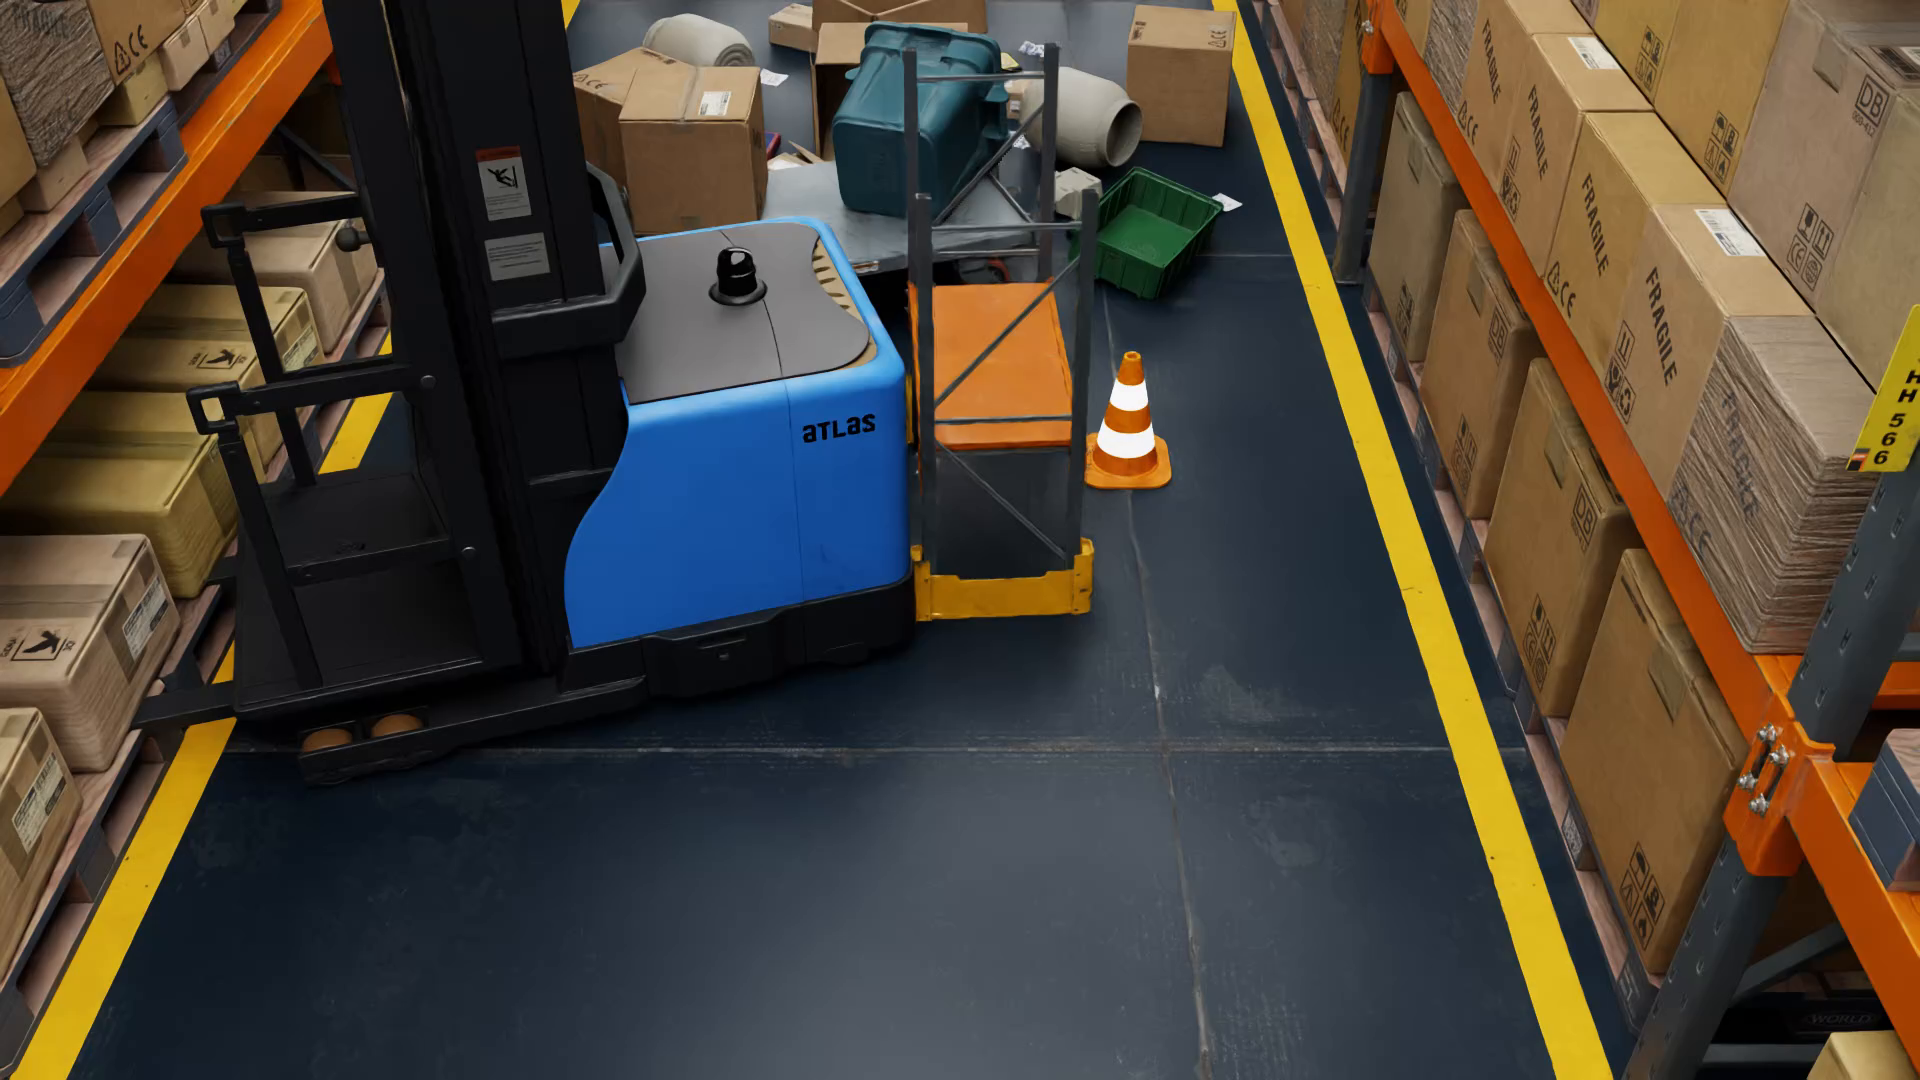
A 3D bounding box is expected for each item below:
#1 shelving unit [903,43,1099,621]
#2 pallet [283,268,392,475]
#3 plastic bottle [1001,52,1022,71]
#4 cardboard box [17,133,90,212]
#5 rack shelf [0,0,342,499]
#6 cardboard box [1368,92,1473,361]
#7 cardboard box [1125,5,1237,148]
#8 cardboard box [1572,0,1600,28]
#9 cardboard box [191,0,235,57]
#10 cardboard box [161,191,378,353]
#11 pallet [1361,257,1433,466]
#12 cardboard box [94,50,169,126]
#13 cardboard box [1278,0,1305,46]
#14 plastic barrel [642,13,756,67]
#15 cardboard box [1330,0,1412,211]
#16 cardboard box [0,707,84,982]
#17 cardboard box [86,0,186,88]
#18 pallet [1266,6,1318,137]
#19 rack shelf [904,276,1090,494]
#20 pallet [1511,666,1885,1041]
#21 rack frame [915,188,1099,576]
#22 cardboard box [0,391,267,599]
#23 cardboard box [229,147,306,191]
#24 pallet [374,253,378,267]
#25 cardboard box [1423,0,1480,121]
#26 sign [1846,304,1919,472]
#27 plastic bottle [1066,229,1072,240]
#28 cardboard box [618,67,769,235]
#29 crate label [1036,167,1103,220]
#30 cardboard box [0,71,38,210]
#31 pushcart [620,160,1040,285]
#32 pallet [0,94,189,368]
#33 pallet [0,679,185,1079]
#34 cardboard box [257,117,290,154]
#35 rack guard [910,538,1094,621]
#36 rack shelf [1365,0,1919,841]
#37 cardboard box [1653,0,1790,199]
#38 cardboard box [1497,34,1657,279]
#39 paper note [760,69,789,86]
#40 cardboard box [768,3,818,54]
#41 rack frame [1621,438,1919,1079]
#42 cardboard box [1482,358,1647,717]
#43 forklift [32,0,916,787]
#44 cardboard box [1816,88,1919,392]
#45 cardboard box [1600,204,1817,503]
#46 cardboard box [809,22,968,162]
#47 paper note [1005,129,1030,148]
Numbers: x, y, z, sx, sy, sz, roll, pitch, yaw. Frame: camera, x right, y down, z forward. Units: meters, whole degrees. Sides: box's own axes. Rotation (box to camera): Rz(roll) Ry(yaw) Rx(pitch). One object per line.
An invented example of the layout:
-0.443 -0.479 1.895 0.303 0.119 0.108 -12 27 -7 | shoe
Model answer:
0.101 -0.670 5.385 0.587 1.500 1.083 -2 39 -3 | shelving unit
-2.838 -0.655 6.399 1.003 0.211 1.213 0 39 0 | pallet
0.245 -2.503 8.825 0.133 0.061 0.283 -13 40 -16 | plastic bottle
-2.604 -1.009 4.475 0.380 0.149 0.250 1 39 1 | cardboard box
-2.839 -0.699 4.798 1.077 0.370 4.000 0 39 0 | rack shelf
2.200 -1.195 6.305 1.050 0.750 0.750 0 39 0 | cardboard box
1.081 -2.292 8.209 0.500 0.500 0.500 6 39 8 | cardboard box
2.118 -1.778 4.690 0.700 0.500 0.500 0 39 0 | cardboard box
-2.545 -1.648 5.273 0.380 0.149 0.250 -1 39 -1 | cardboard box
-2.838 -1.041 6.415 0.950 0.372 0.625 0 39 1 | cardboard box
2.185 -0.726 6.487 1.003 0.211 1.213 0 39 0 | pallet
-2.577 -1.336 4.884 0.380 0.149 0.250 0 39 0 | cardboard box
2.174 -3.159 8.656 0.875 0.875 0.875 -1 39 -1 | cardboard box
-1.329 -2.436 8.451 0.512 0.421 0.421 28 46 30 | plastic barrel
2.178 -2.025 7.241 0.875 0.875 0.875 1 39 1 | cardboard box
-2.827 0.780 4.144 0.950 0.372 0.625 -2 39 -3 | cardboard box
-2.614 -1.628 4.729 0.500 0.500 0.500 1 39 1 | cardboard box
2.182 -2.449 8.637 1.003 0.211 1.213 0 39 0 | pallet
0.101 -0.535 5.505 0.538 0.185 1.000 -2 39 -3 | rack shelf
2.188 0.800 4.583 1.003 0.211 1.213 0 39 0 | pallet
0.131 -0.359 4.996 0.500 1.500 0.032 -2 39 -3 | rack frame
-2.831 -0.156 5.312 0.950 0.372 0.625 1 39 1 | cardboard box
-3.110 -1.691 7.324 0.500 0.250 0.500 2 39 2 | cardboard box
-2.877 -1.562 7.530 1.003 0.211 1.213 0 39 0 | pallet
1.842 -1.691 5.382 0.500 0.500 0.500 0 39 0 | cardboard box
1.559 -0.245 2.731 0.100 0.325 0.005 0 39 0 | sign
0.600 -1.322 7.351 0.133 0.061 0.283 -20 43 -23 | plastic bottle
-1.061 -1.570 6.704 0.500 0.500 0.500 0 39 0 | cardboard box
0.506 -1.597 7.633 0.298 0.136 0.250 -28 46 -30 | crate label
-2.620 -0.987 3.930 0.500 0.500 0.500 1 39 1 | cardboard box
-0.561 -1.240 6.995 1.648 0.377 0.936 -13 40 -16 | pushcart
-2.879 -0.892 4.617 1.003 0.211 1.213 0 39 0 | pallet
-2.836 0.871 4.495 1.003 0.211 1.213 0 39 0 | pallet
-3.110 -1.983 7.090 0.500 0.500 0.500 -1 39 -1 | cardboard box
0.133 0.128 5.388 0.587 0.250 0.087 -2 39 -3 | rack guard
2.111 -0.765 4.882 1.077 0.370 4.000 0 39 0 | rack shelf
2.118 -1.143 3.898 0.700 0.500 0.500 -1 39 -1 | cardboard box
1.840 -1.061 4.595 0.500 0.500 0.500 1 39 1 | cardboard box
-1.003 -2.447 8.789 0.148 0.019 0.142 13 40 15 | paper note
-0.824 -2.801 9.127 0.380 0.149 0.250 20 43 23 | cardboard box
2.117 0.205 3.096 0.949 2.616 0.053 0 39 0 | rack frame
2.199 -0.009 4.826 1.050 0.750 0.750 1 39 1 | cardboard box
-1.716 -0.801 4.406 3.031 2.935 1.130 -11 40 -14 | forklift
2.123 -0.505 3.103 0.700 0.500 0.500 0 39 0 | cardboard box
1.845 -0.428 3.805 0.500 0.500 0.500 0 39 0 | cardboard box
-0.302 -2.129 7.896 0.797 0.637 0.503 0 39 0 | cardboard box
0.278 -1.983 8.206 0.172 0.023 0.155 13 40 15 | paper note
